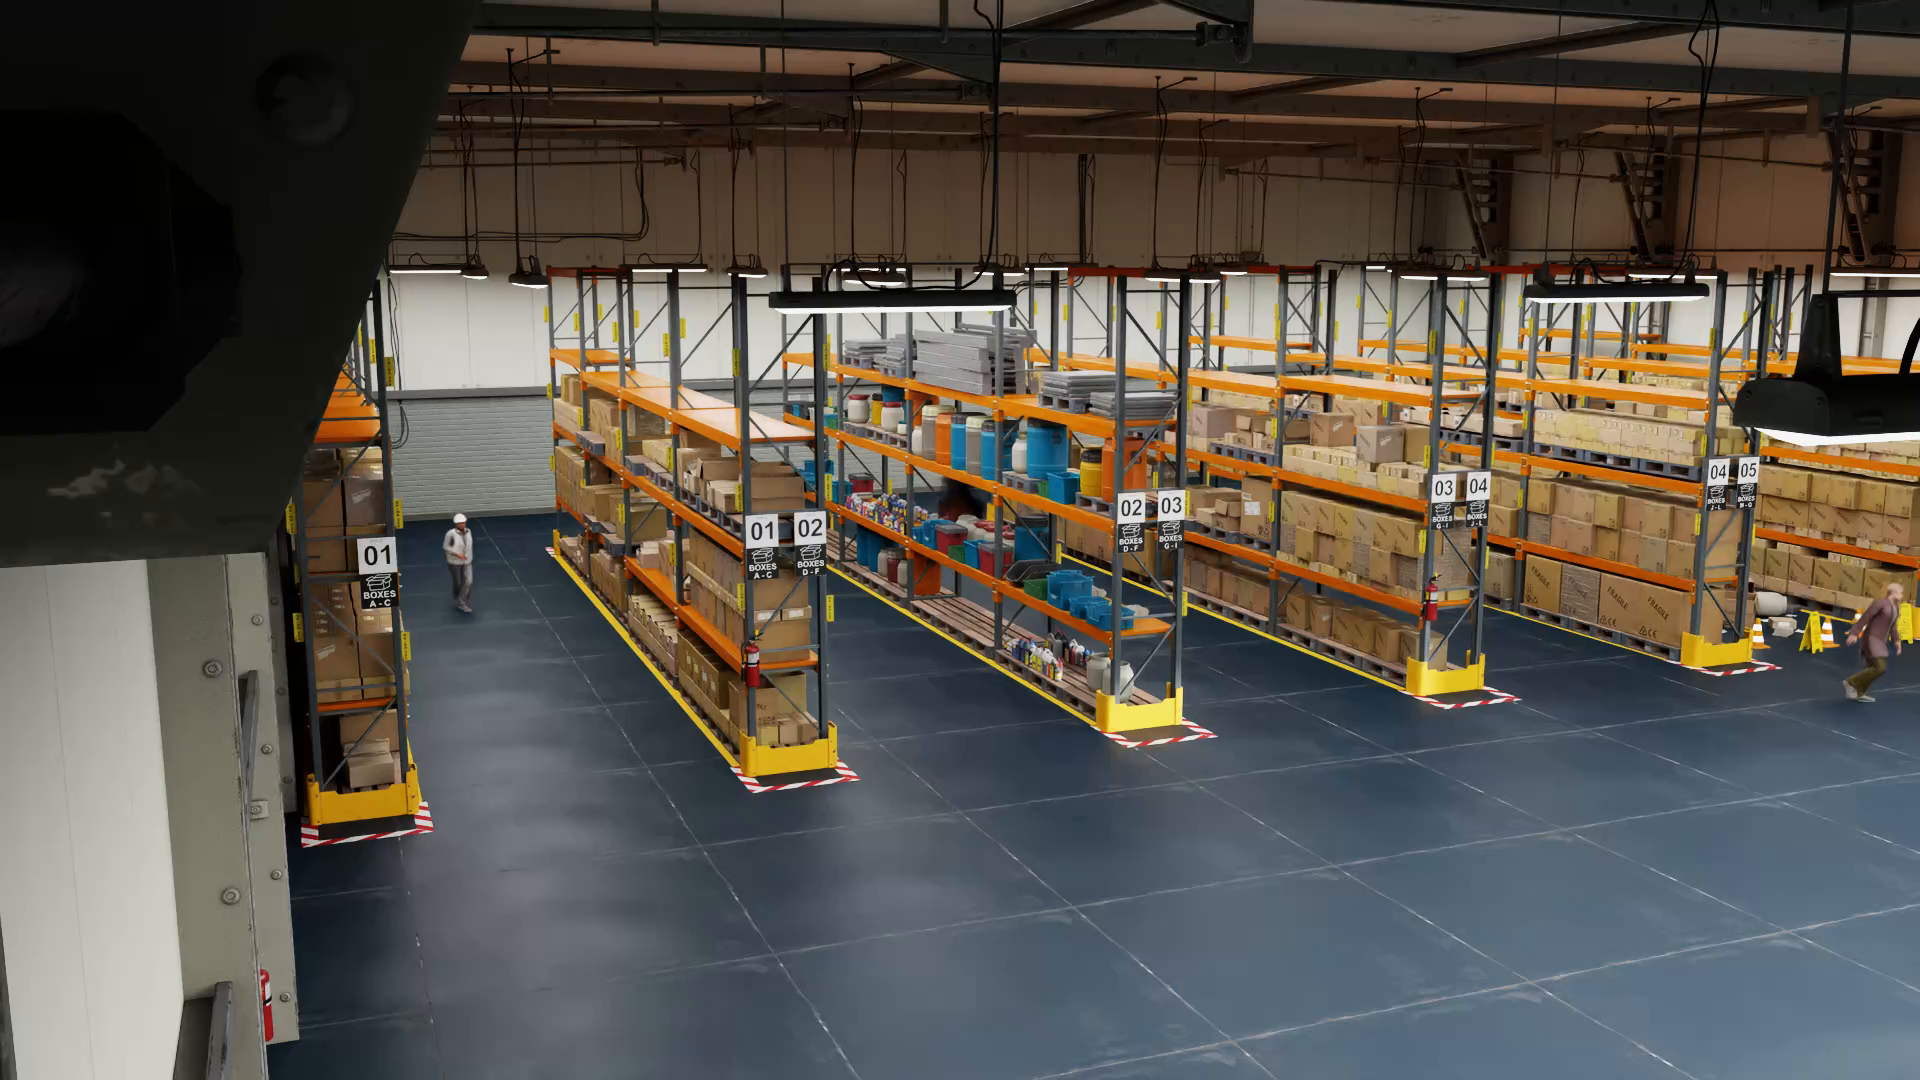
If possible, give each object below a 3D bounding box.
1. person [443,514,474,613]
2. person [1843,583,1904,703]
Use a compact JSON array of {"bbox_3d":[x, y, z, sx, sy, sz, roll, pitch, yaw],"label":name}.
[{"bbox_3d":[-8.896,0.376,29.450,0.639,1.755,0.816,-8,13,-38],"label":"person"},{"bbox_3d":[12.863,1.439,23.411,0.707,1.728,0.605,-9,13,-42],"label":"person"}]
